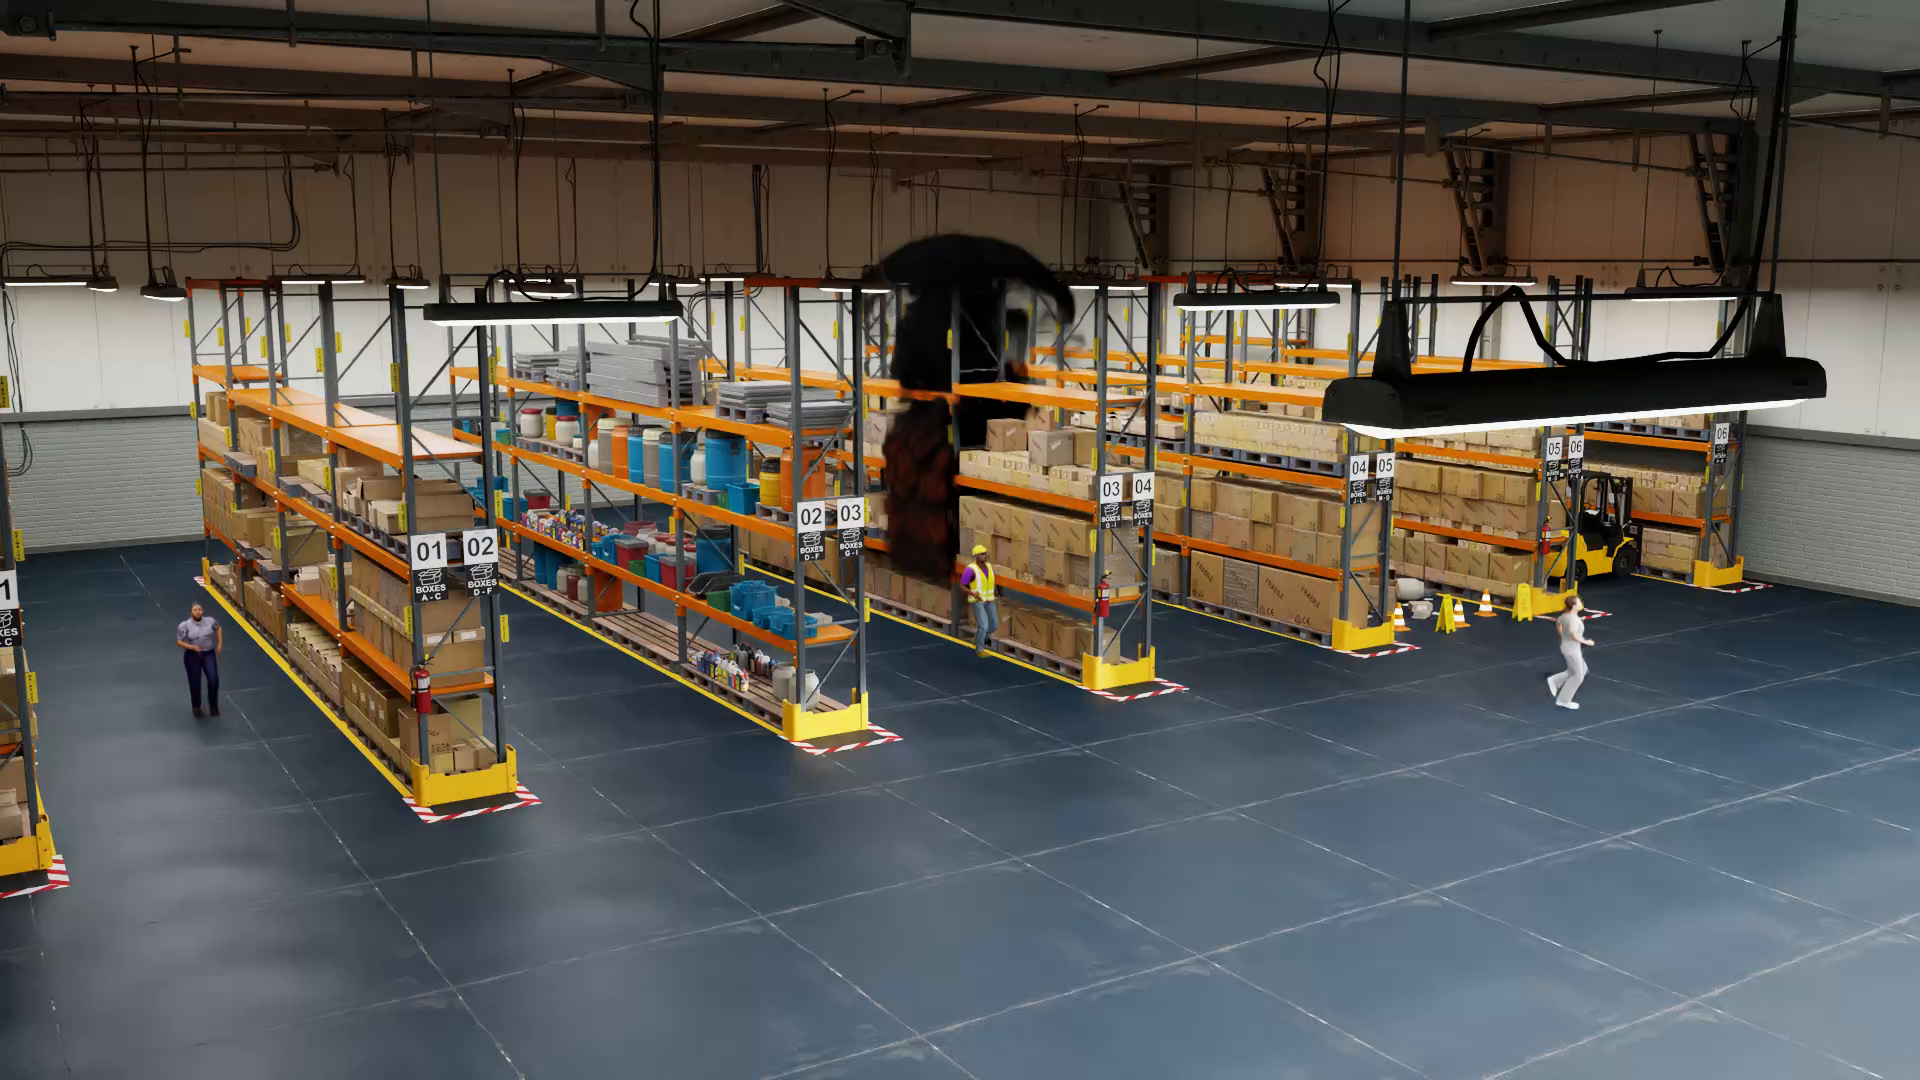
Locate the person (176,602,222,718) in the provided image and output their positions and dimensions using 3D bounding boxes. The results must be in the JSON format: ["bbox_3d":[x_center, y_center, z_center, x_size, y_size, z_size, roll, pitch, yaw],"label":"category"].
[{"bbox_3d":[-10.561,1.688,23.173,0.619,1.692,0.691,-7,12,-34],"label":"person"}]

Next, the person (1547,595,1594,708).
[{"bbox_3d":[8.716,1.583,23.711,0.578,1.636,0.601,1,10,8],"label":"person"}]

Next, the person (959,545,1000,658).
[{"bbox_3d":[0.338,0.940,25.491,0.696,1.735,0.558,-8,12,-38],"label":"person"}]

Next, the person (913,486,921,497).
[{"bbox_3d":[-0.935,-1.511,41.829,0.578,1.745,0.744,8,12,40],"label":"person"}]
